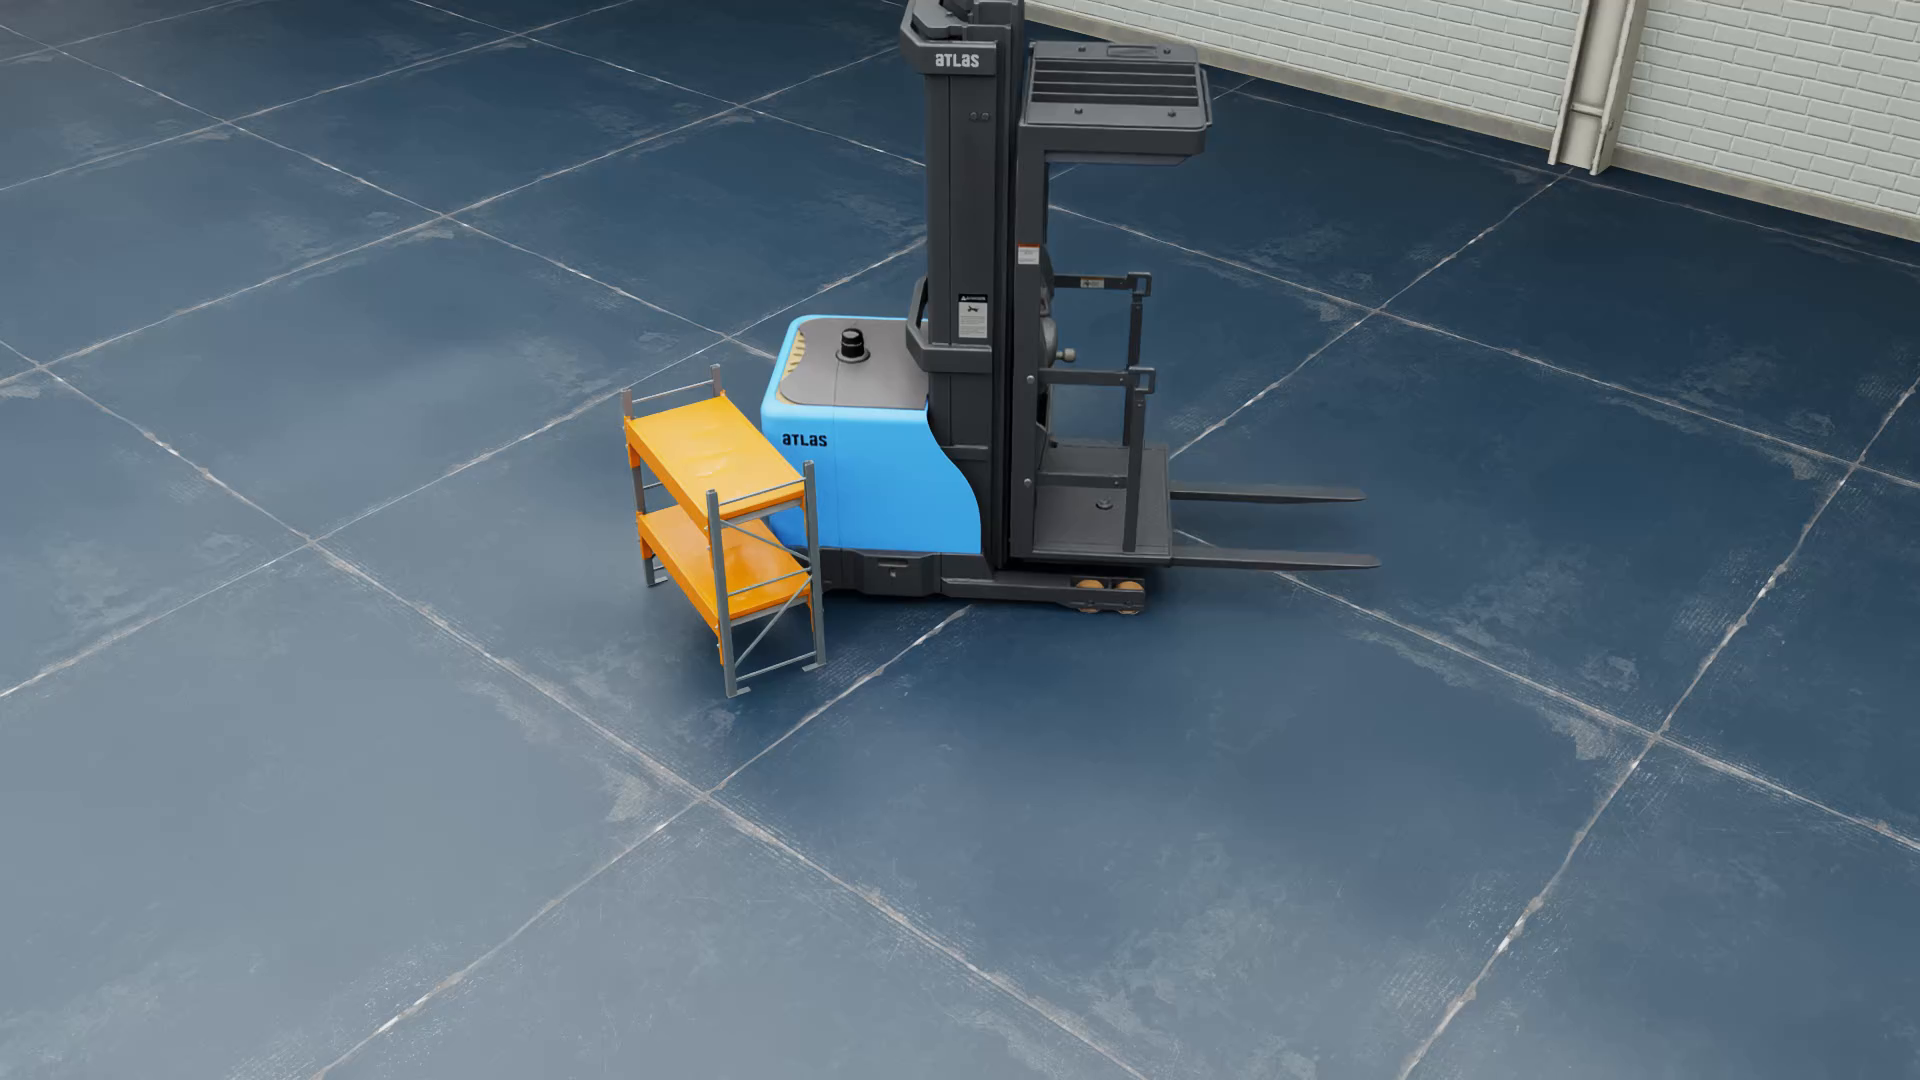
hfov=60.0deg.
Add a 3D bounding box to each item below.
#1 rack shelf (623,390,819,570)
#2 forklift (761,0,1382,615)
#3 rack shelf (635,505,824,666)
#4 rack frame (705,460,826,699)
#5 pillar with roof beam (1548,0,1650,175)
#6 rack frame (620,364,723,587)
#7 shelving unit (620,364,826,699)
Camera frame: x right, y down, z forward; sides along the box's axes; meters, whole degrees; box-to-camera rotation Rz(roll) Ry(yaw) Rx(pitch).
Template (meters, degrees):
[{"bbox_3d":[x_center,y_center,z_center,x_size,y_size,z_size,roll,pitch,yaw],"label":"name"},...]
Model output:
[{"bbox_3d":[-1.115,-0.299,7.675,0.538,0.278,1.000,-18,38,-25],"label":"rack shelf"},{"bbox_3d":[0.592,-1.152,7.839,3.031,2.935,1.130,2,35,4],"label":"forklift"},{"bbox_3d":[-1.115,0.144,7.979,0.538,0.278,1.000,-18,38,-25],"label":"rack shelf"},{"bbox_3d":[-0.859,0.191,7.478,0.500,1.125,0.032,-18,38,-25],"label":"rack frame"},{"bbox_3d":[2.109,-4.792,7.778,0.400,9.000,9.100,25,42,32],"label":"pillar with roof beam"},{"bbox_3d":[-1.371,-0.306,8.202,0.500,1.125,0.032,-18,38,-25],"label":"rack frame"},{"bbox_3d":[-1.115,-0.058,7.840,0.538,1.125,1.048,-18,38,-25],"label":"shelving unit"}]
